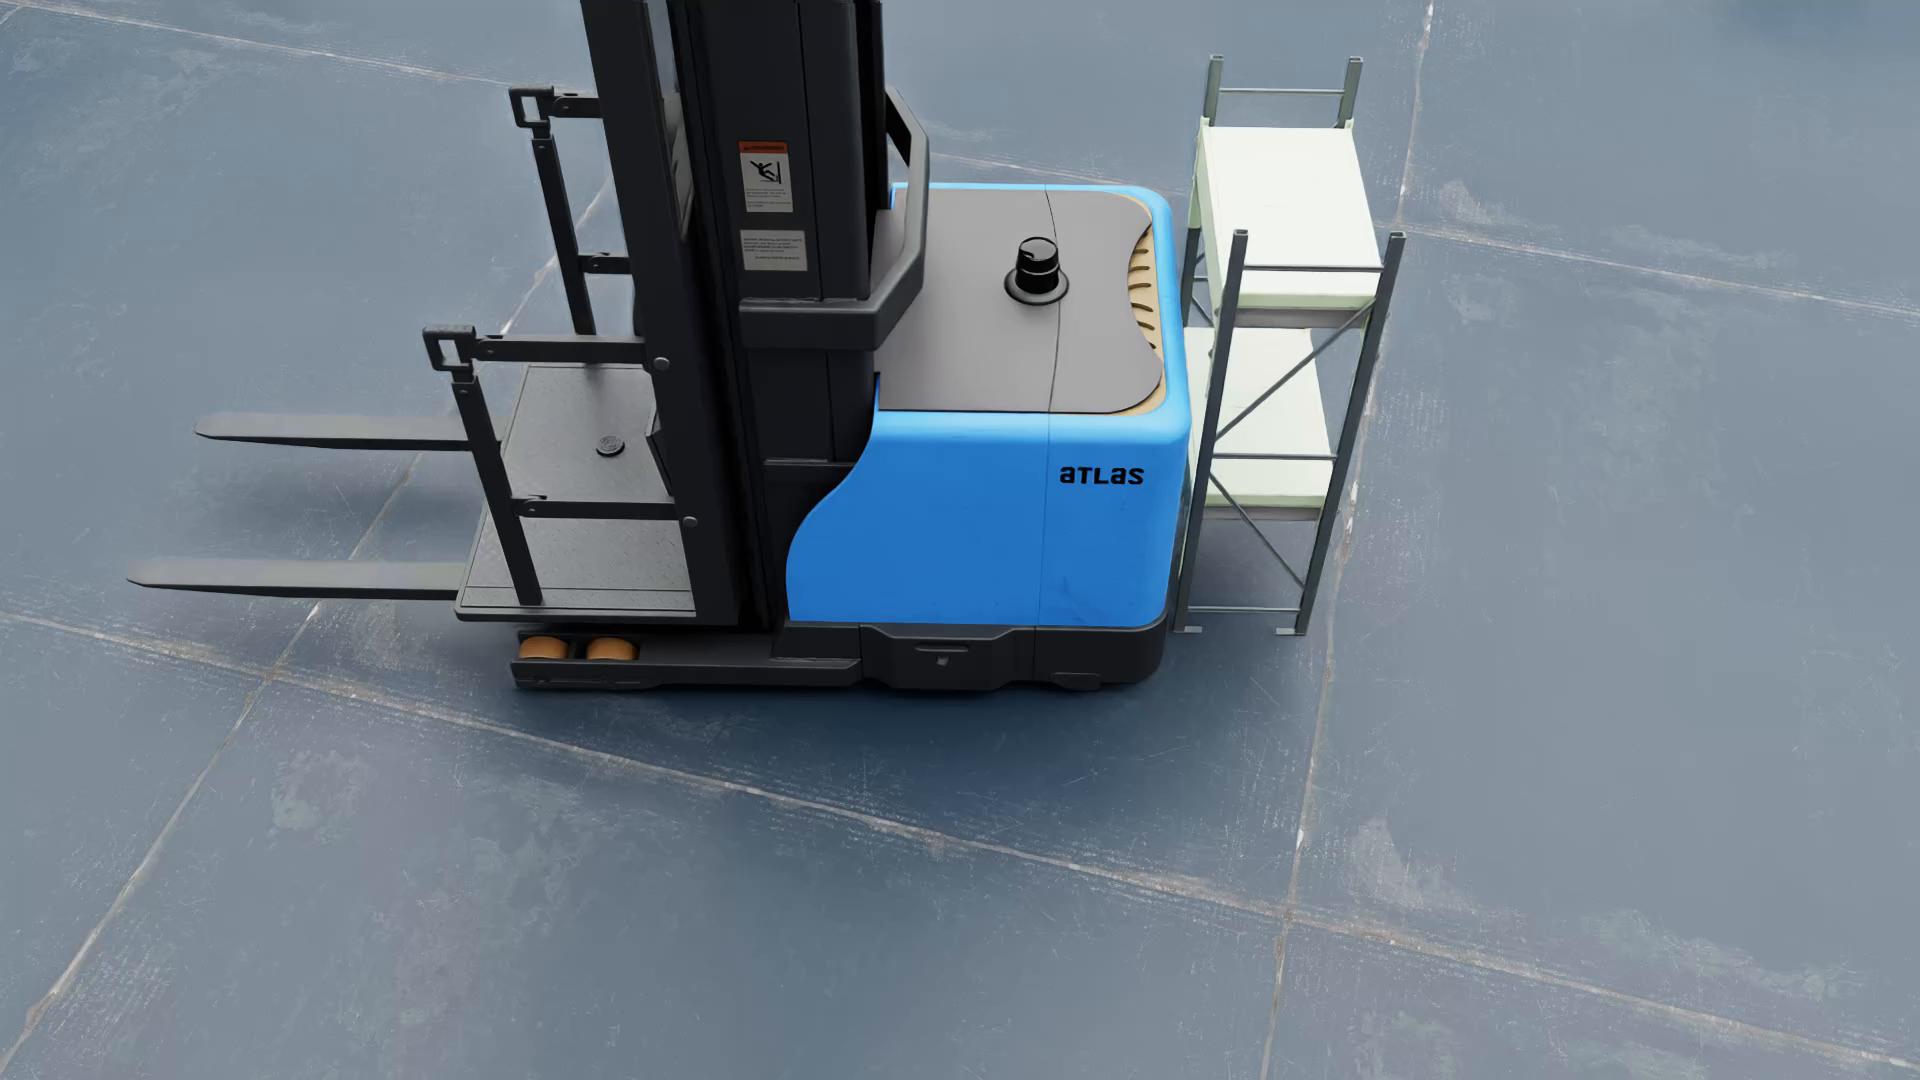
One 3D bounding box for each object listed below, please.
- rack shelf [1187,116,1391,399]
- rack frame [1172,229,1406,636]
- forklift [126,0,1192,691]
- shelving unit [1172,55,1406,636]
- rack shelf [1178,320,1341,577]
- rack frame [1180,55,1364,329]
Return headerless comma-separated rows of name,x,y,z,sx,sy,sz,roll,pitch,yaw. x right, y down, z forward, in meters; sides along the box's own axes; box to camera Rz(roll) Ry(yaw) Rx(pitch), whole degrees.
rack shelf,0.849,-0.752,4.393,0.431,0.370,0.720,1,49,1
rack frame,0.840,-0.220,4.444,0.400,1.500,0.023,1,49,1
forklift,-0.914,-0.929,4.115,3.031,2.935,1.130,1,49,1
shelving unit,0.848,-0.494,4.686,0.431,1.500,0.755,1,49,1
rack shelf,0.848,-0.278,4.930,0.431,0.370,0.720,1,49,1
rack frame,0.857,-0.769,4.928,0.400,1.500,0.023,1,49,1
